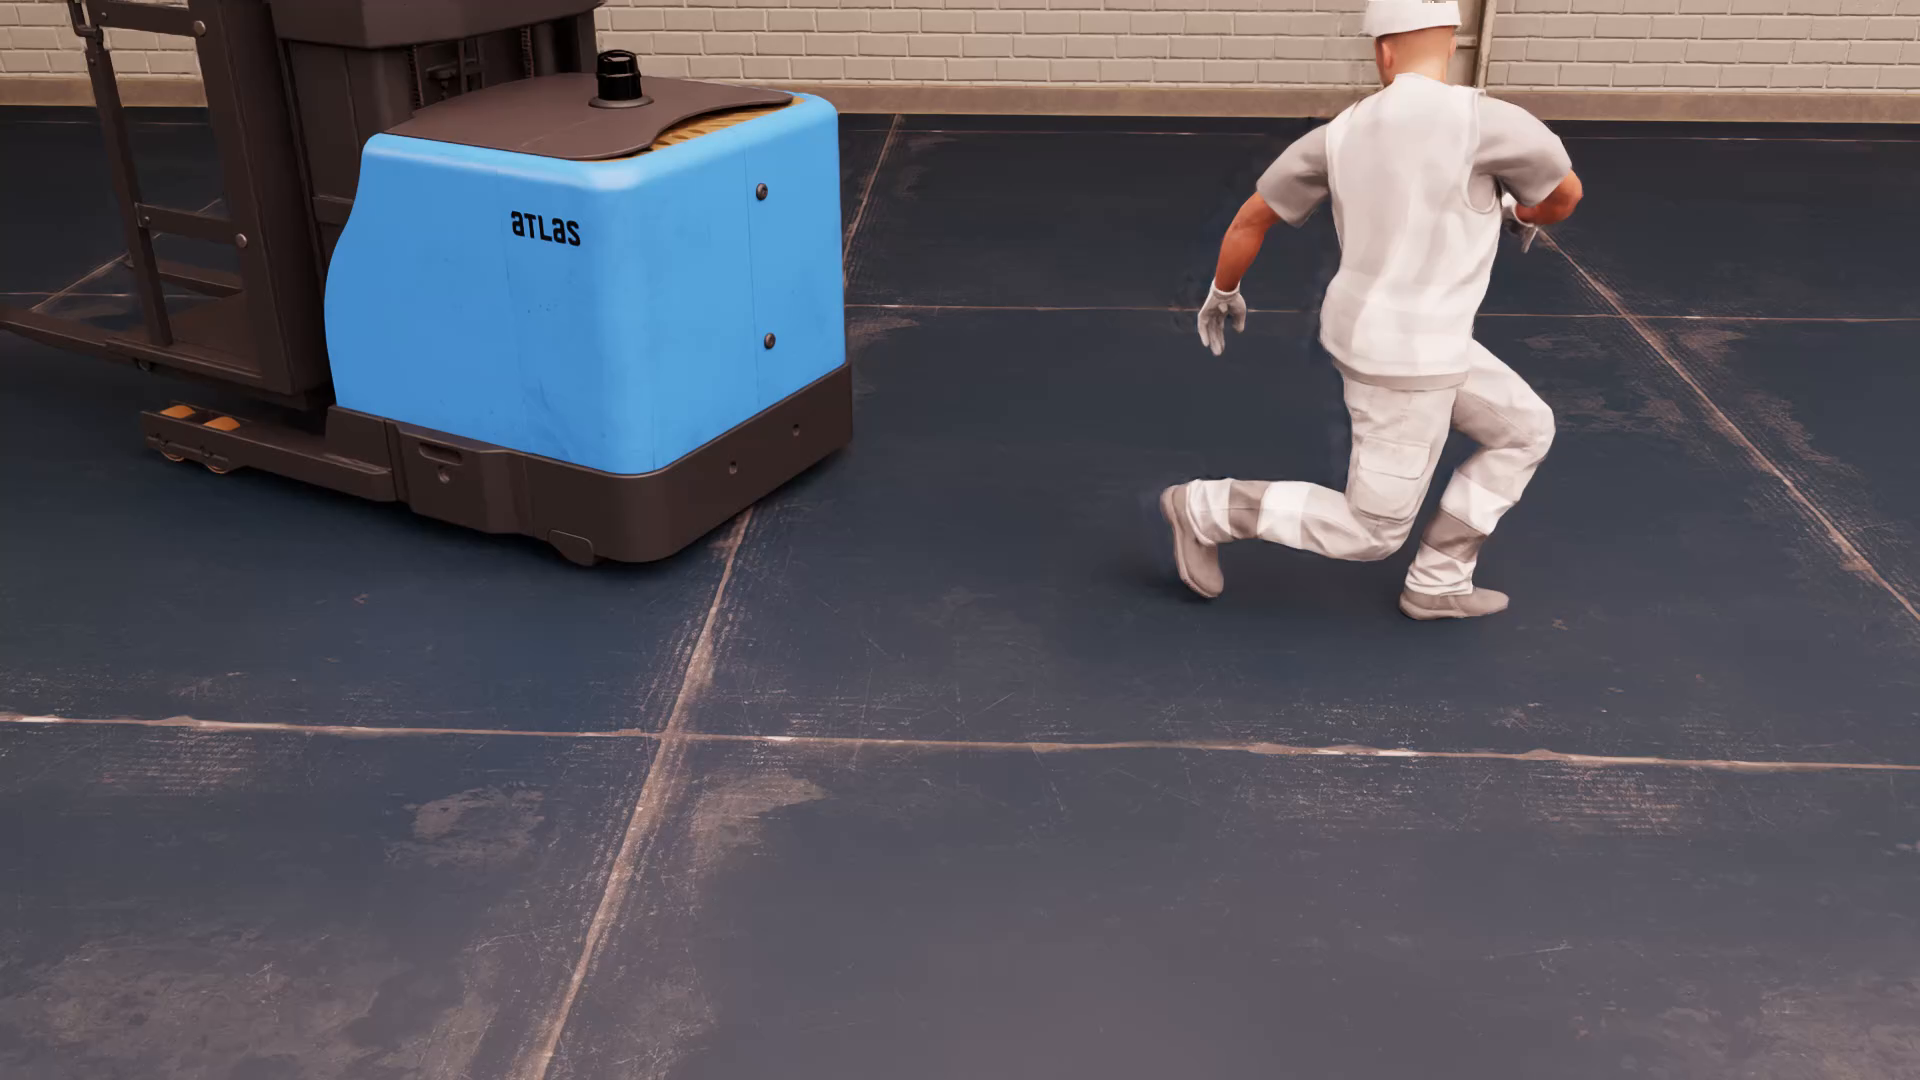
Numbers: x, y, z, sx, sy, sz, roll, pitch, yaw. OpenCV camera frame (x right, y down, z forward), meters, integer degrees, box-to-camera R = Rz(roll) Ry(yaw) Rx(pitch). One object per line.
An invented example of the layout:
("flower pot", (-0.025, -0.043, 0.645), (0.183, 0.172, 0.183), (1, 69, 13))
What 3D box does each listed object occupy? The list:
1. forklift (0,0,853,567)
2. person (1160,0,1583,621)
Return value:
("forklift", (-1.864, -1.699, 4.652), (3.031, 2.935, 1.130), (14, 29, 25))
("person", (0.961, -0.534, 3.928), (0.928, 1.540, 0.670), (-2, 26, -5))
